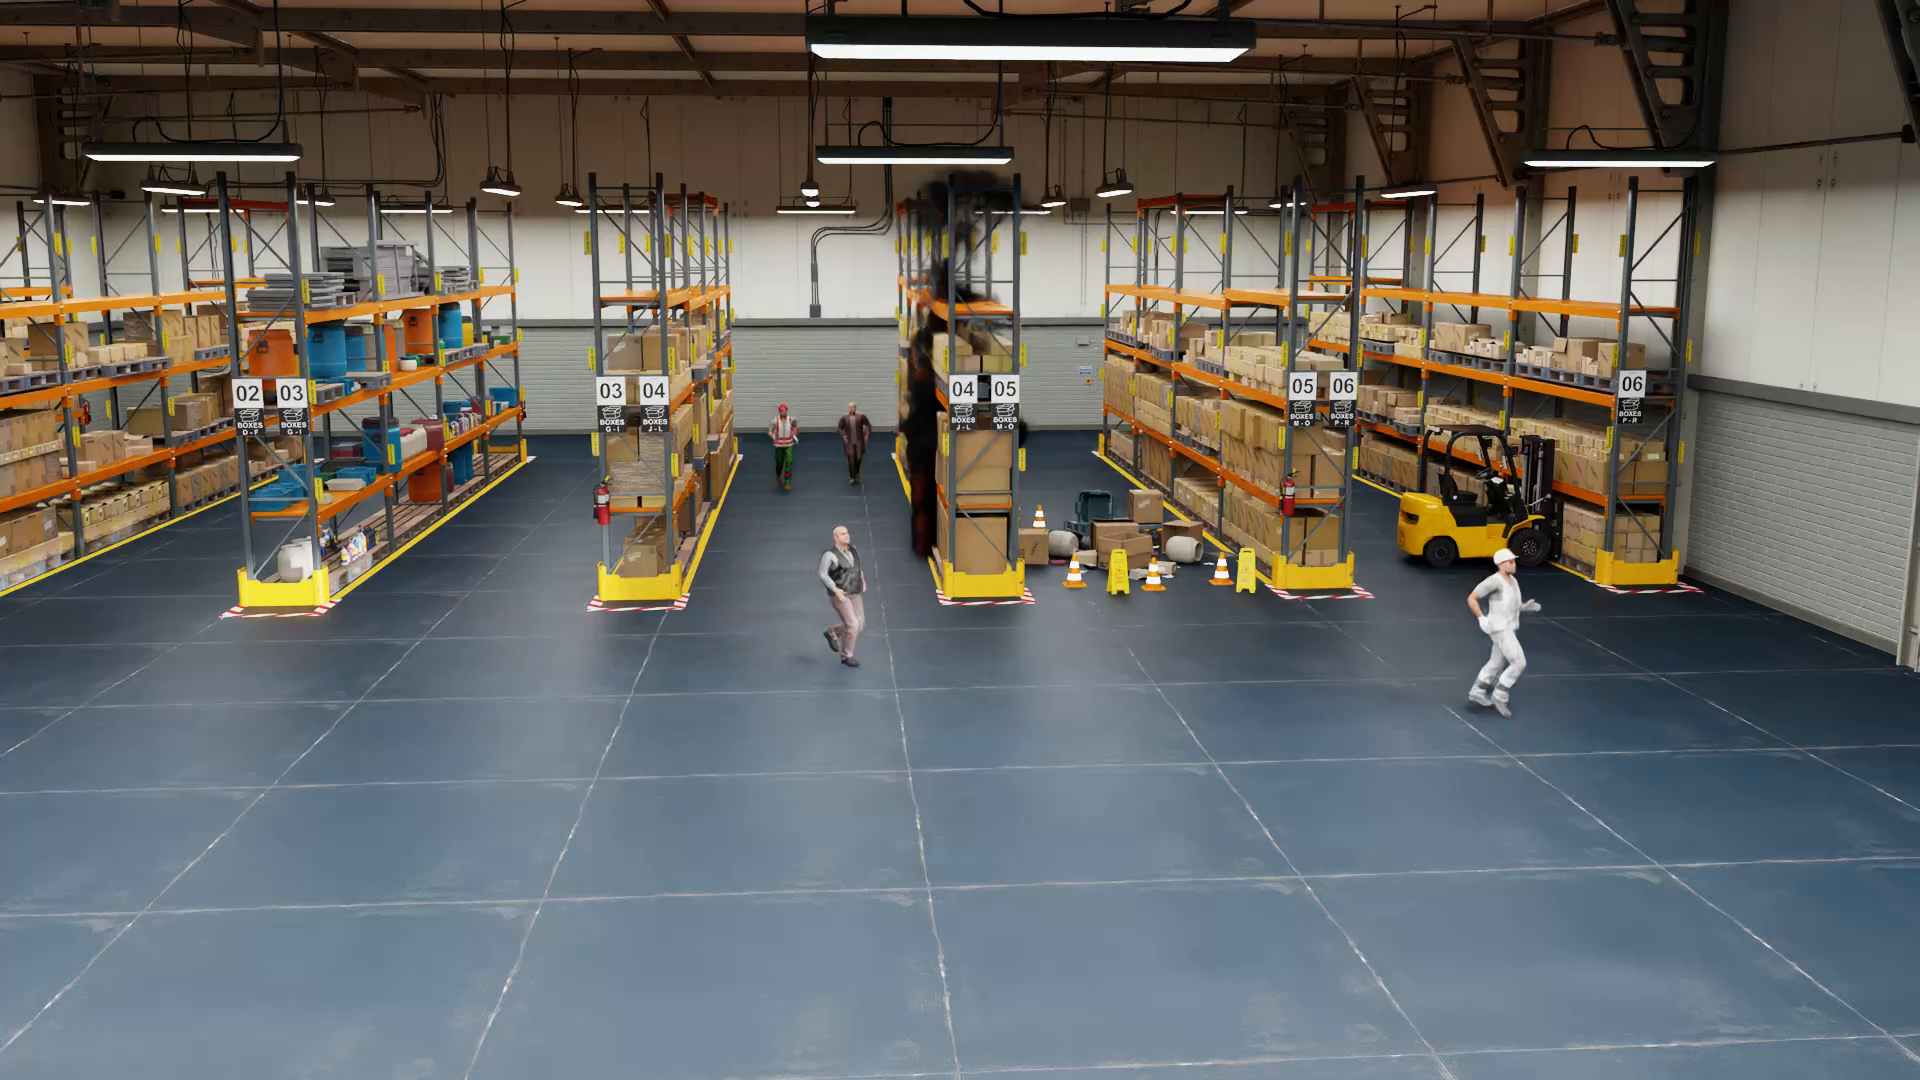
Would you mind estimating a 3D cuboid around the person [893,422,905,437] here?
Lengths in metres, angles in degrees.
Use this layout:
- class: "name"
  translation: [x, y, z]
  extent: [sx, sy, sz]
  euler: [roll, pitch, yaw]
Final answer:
- class: "person"
  translation: [-1.351, -2.988, 41.129]
  extent: [0.590, 1.582, 0.671]
  euler: [2, 10, 13]

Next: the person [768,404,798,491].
- class: "person"
  translation: [-3.674, -1.957, 34.612]
  extent: [0.632, 1.778, 0.976]
  euler: [-2, 10, -12]

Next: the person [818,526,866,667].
- class: "person"
  translation: [-1.435, 0.667, 20.133]
  extent: [0.601, 1.696, 0.660]
  euler: [8, 13, 39]

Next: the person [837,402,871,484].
- class: "person"
  translation: [-2.255, -2.048, 35.300]
  extent: [0.715, 1.737, 0.607]
  euler: [0, 10, -1]

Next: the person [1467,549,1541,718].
- class: "person"
  translation: [5.859, 0.999, 17.912]
  extent: [0.735, 1.817, 0.641]
  euler: [8, 13, 37]
